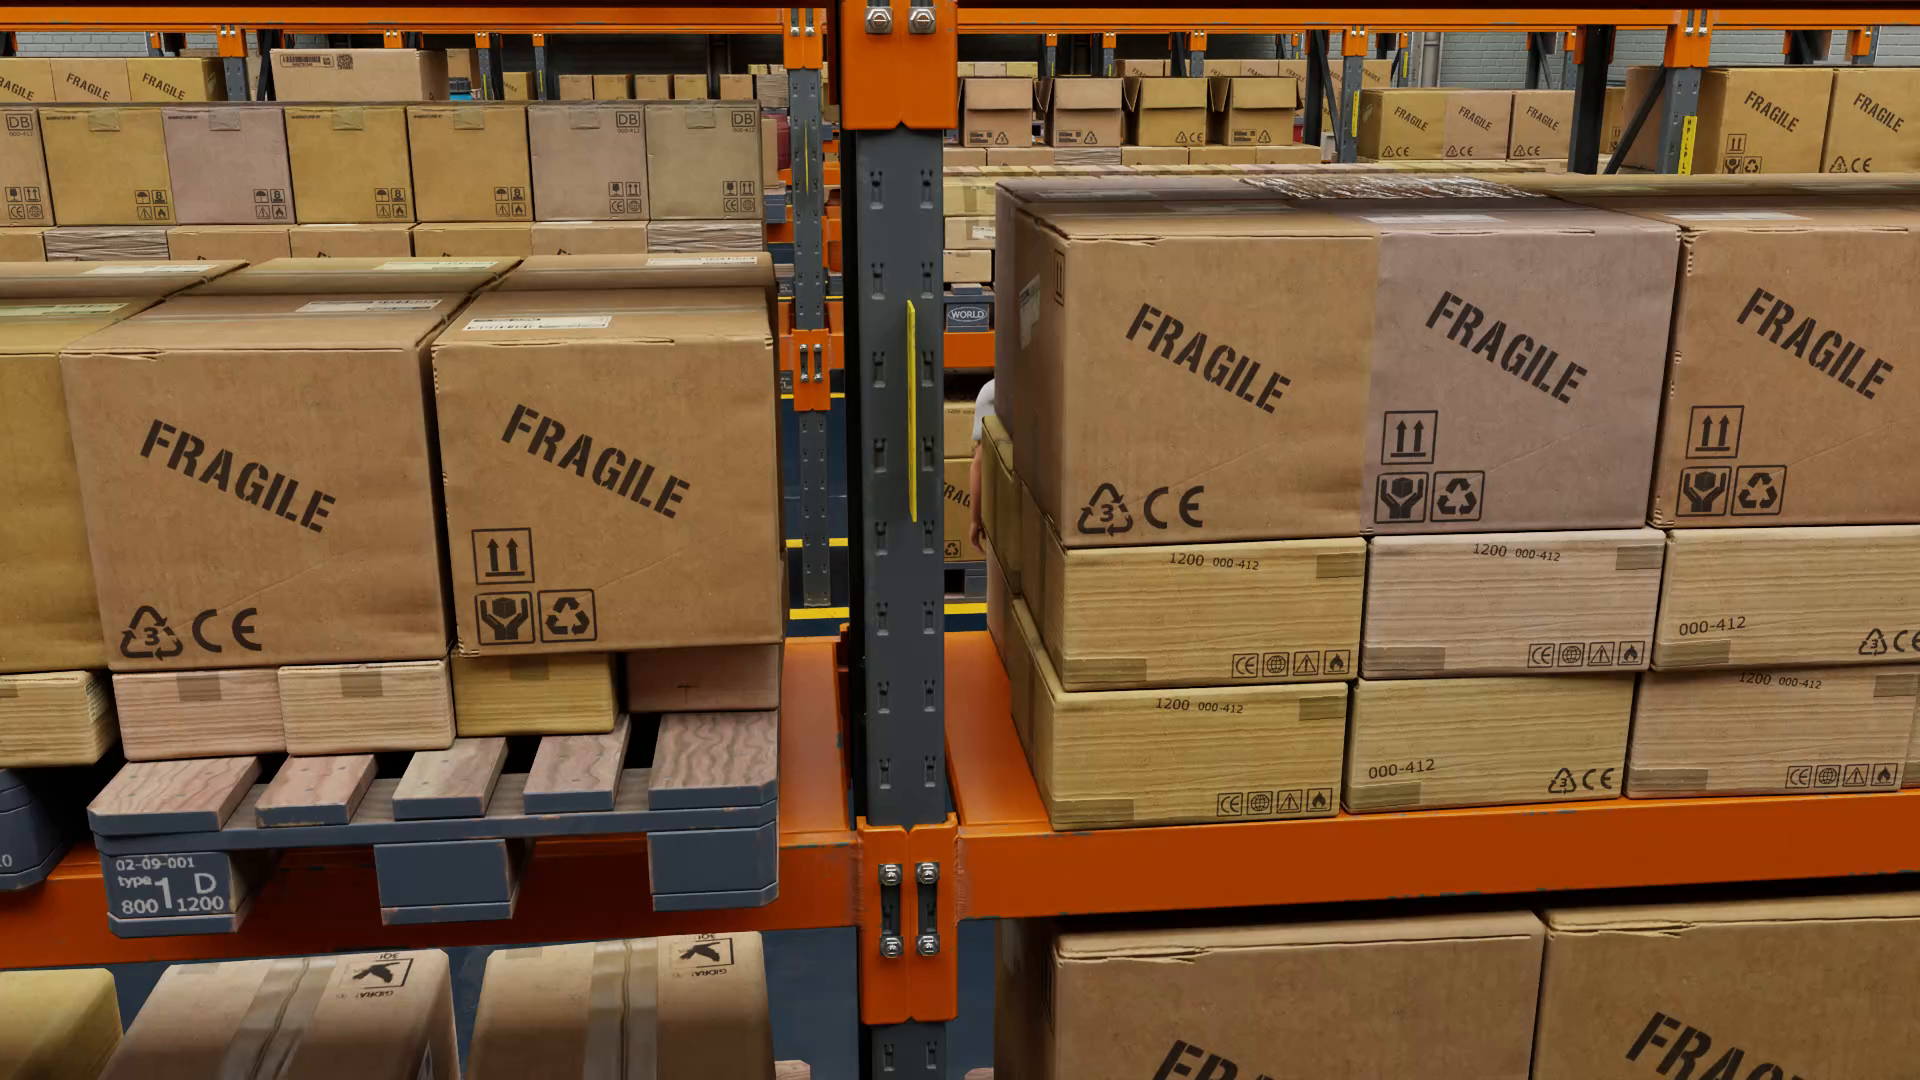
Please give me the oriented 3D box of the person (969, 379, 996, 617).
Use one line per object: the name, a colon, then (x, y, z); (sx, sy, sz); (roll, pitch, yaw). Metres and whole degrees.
person: (0.280, -0.071, 6.280); (0.509, 1.671, 0.363); (-3, 17, -9)
